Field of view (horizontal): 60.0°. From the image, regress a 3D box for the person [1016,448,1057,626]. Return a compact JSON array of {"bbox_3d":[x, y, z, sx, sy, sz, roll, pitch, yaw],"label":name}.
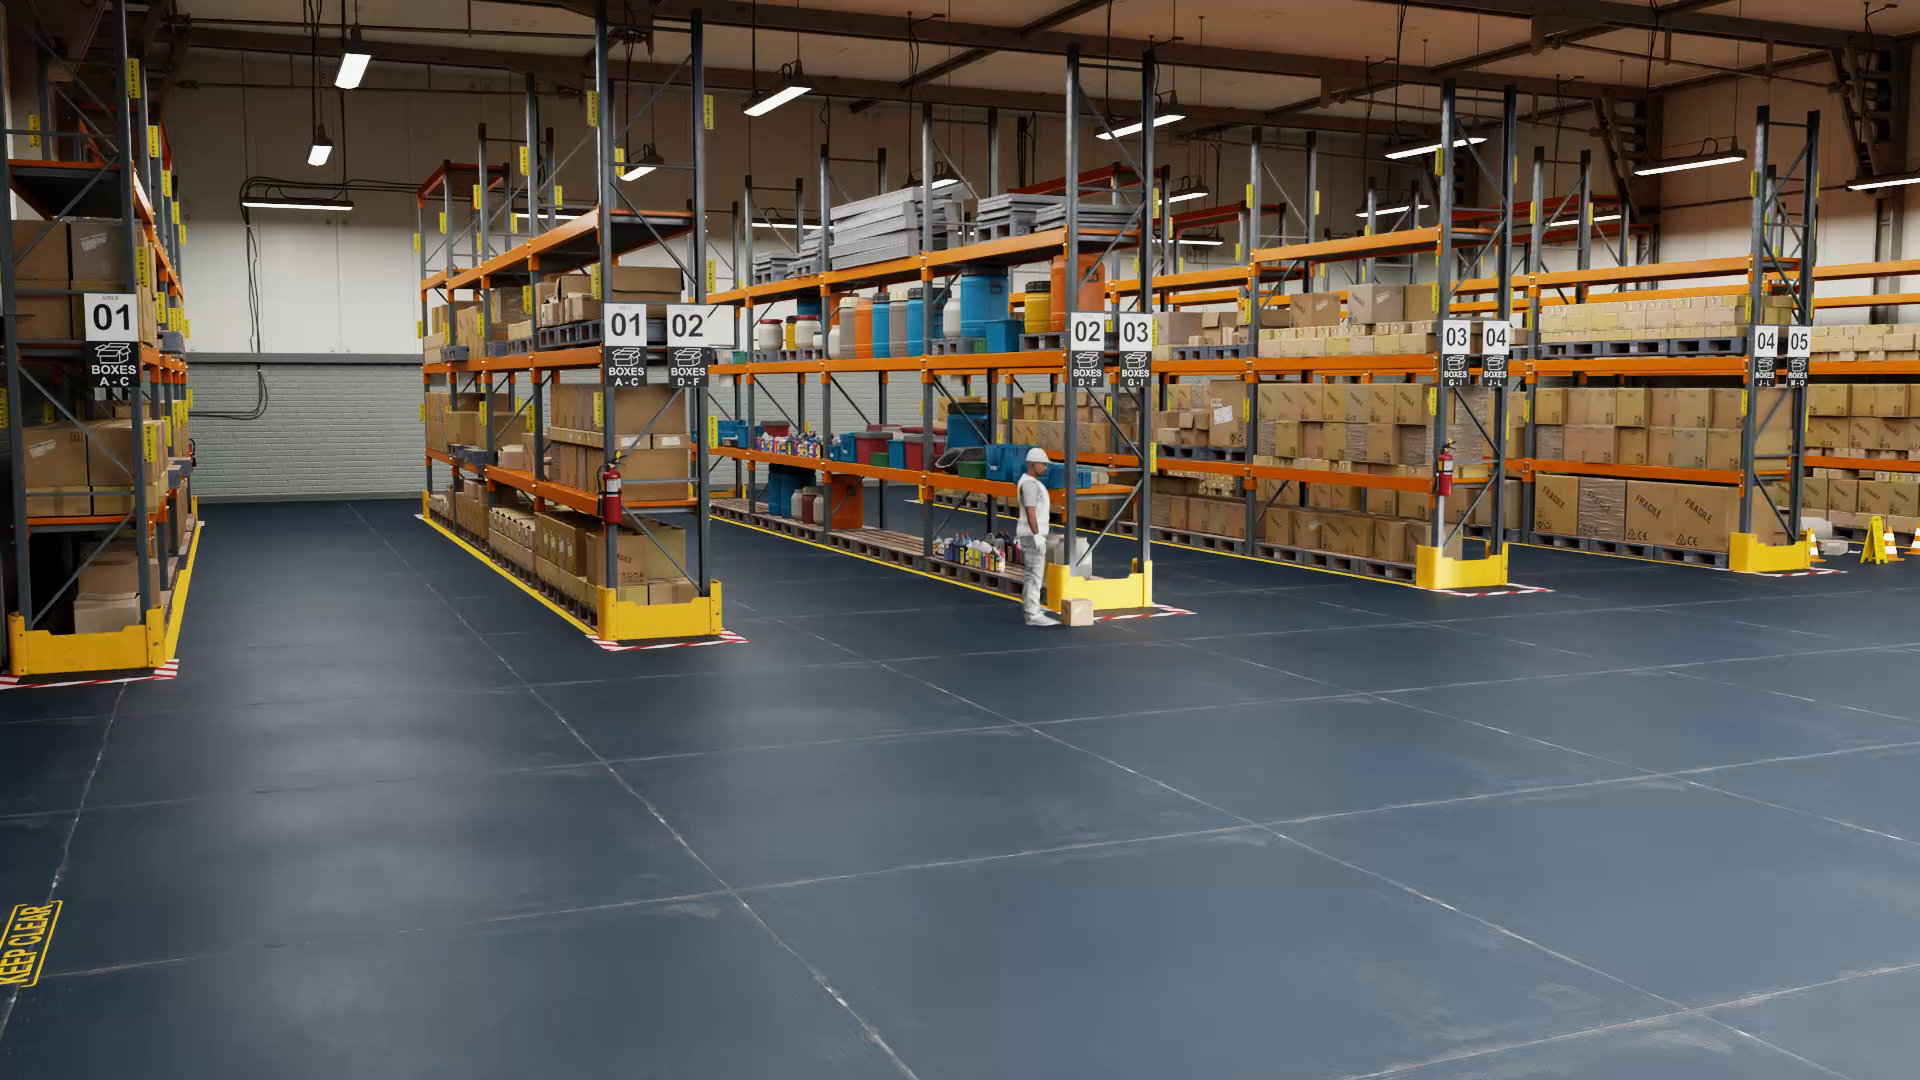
[{"bbox_3d":[0.774,-0.027,16.789,0.426,1.801,0.622,0,5,3],"label":"person"}]
